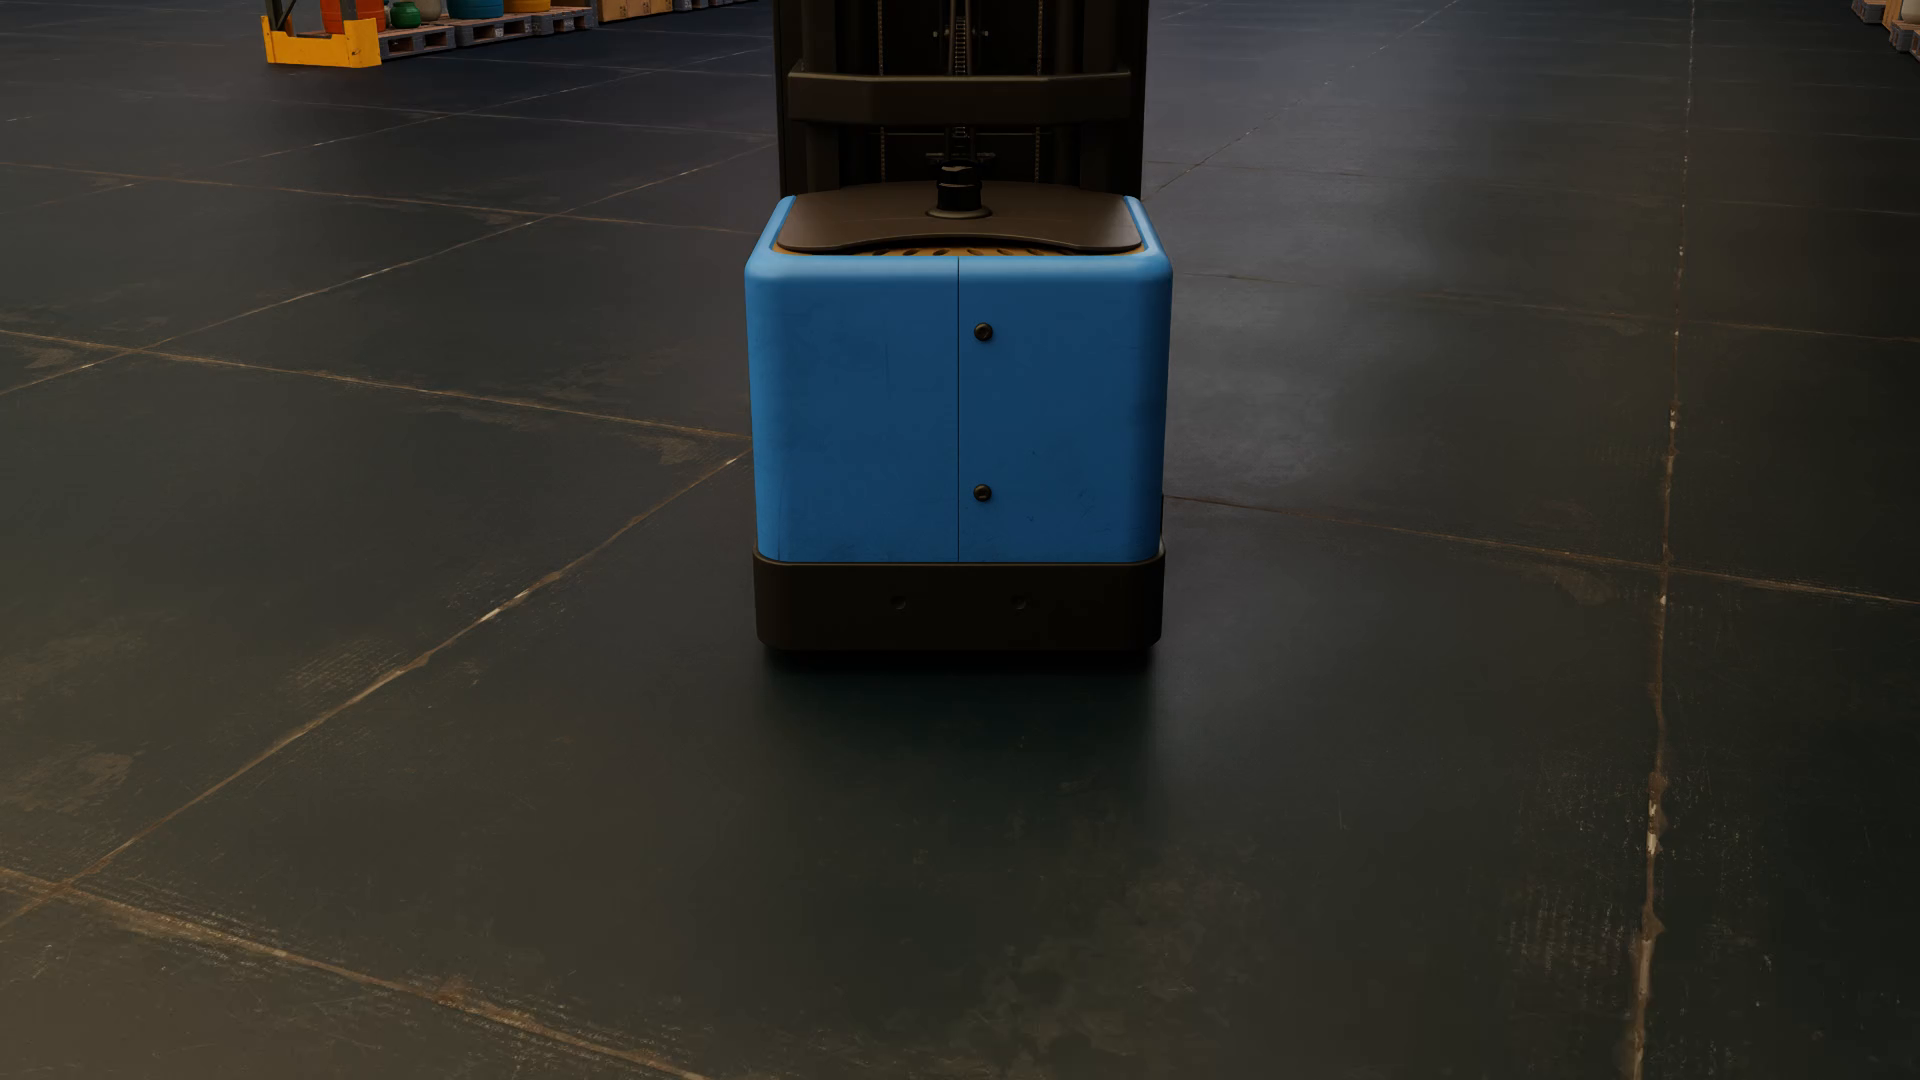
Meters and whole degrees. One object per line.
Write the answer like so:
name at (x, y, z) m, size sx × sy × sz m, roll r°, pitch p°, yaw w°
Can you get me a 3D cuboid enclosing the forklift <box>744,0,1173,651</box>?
forklift at (0.002, -1.587, 5.089) m, size 1.130 × 2.935 × 3.031 m, roll 0°, pitch 23°, yaw 0°
